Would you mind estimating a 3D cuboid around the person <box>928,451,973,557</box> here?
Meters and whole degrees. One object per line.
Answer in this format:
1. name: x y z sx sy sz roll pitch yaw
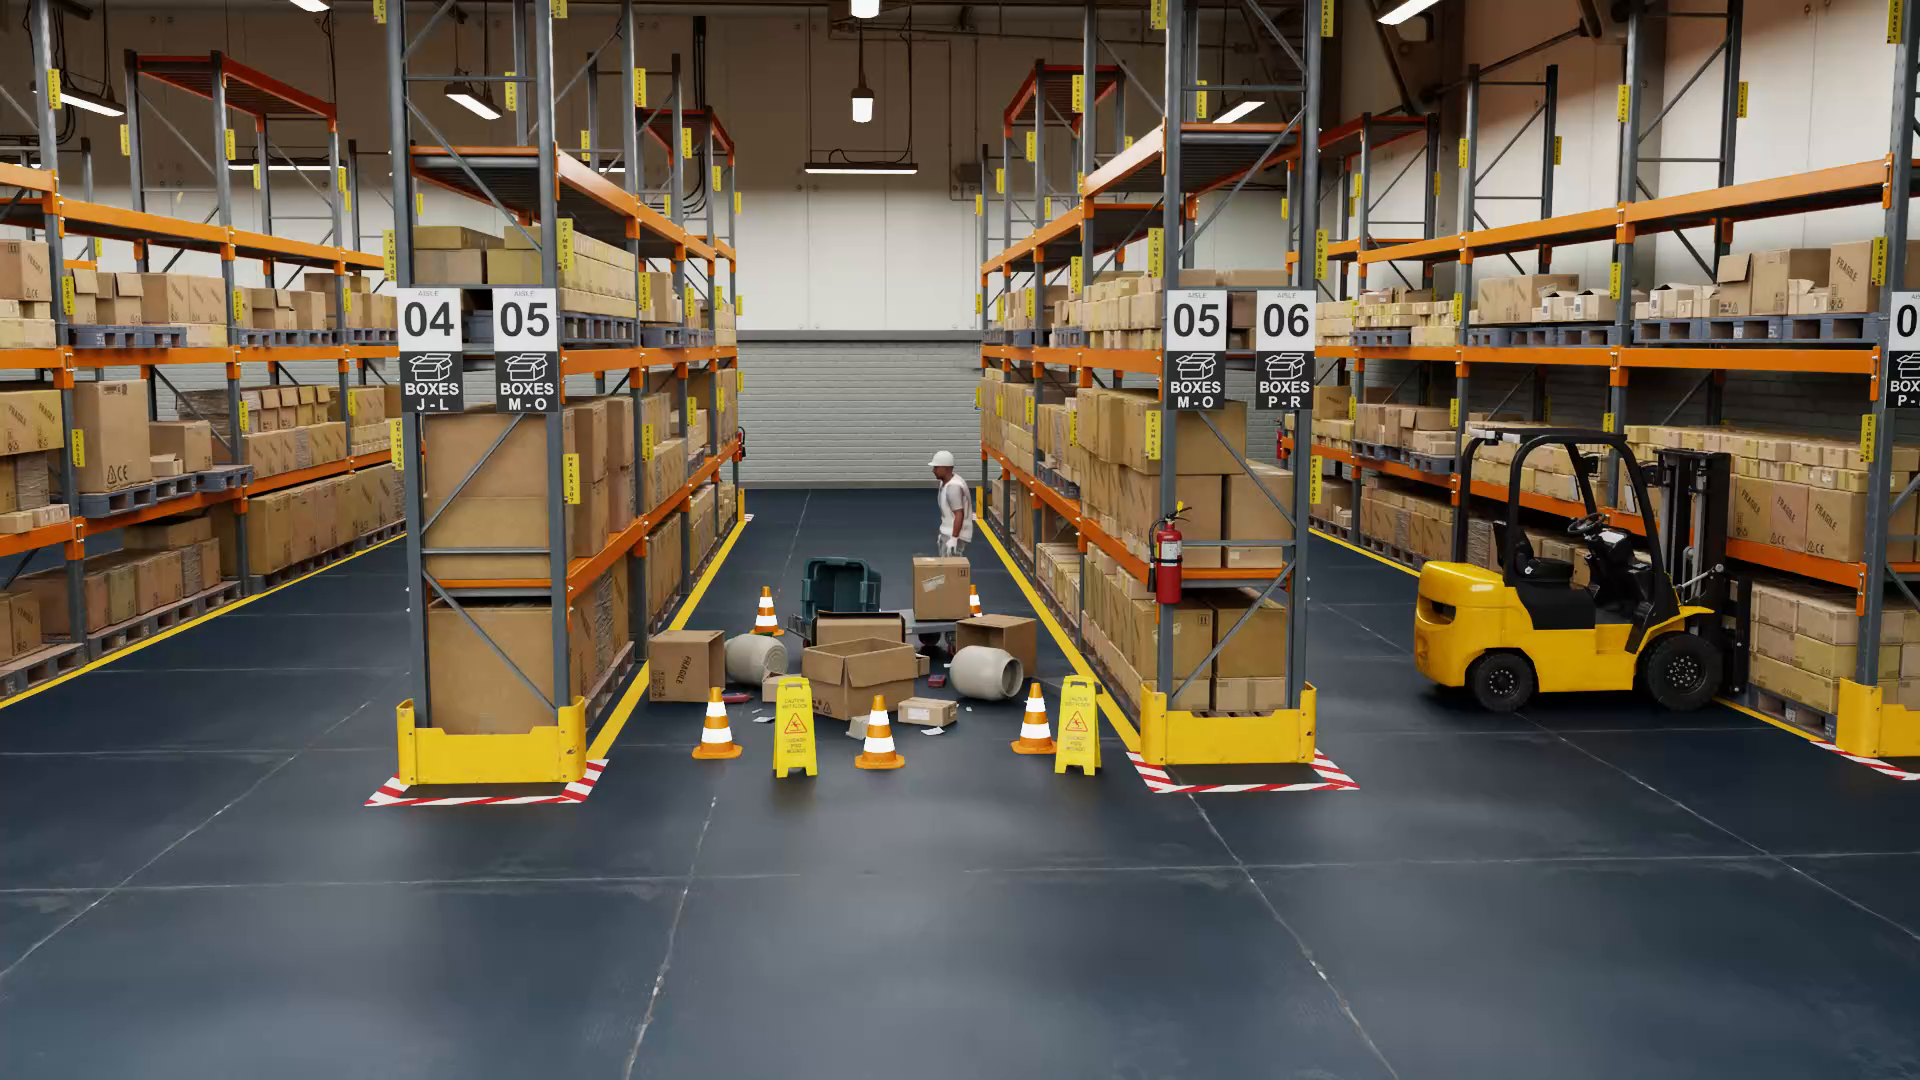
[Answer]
1. person: -0.105 -0.020 16.868 0.450 1.772 0.619 -1 7 -8
